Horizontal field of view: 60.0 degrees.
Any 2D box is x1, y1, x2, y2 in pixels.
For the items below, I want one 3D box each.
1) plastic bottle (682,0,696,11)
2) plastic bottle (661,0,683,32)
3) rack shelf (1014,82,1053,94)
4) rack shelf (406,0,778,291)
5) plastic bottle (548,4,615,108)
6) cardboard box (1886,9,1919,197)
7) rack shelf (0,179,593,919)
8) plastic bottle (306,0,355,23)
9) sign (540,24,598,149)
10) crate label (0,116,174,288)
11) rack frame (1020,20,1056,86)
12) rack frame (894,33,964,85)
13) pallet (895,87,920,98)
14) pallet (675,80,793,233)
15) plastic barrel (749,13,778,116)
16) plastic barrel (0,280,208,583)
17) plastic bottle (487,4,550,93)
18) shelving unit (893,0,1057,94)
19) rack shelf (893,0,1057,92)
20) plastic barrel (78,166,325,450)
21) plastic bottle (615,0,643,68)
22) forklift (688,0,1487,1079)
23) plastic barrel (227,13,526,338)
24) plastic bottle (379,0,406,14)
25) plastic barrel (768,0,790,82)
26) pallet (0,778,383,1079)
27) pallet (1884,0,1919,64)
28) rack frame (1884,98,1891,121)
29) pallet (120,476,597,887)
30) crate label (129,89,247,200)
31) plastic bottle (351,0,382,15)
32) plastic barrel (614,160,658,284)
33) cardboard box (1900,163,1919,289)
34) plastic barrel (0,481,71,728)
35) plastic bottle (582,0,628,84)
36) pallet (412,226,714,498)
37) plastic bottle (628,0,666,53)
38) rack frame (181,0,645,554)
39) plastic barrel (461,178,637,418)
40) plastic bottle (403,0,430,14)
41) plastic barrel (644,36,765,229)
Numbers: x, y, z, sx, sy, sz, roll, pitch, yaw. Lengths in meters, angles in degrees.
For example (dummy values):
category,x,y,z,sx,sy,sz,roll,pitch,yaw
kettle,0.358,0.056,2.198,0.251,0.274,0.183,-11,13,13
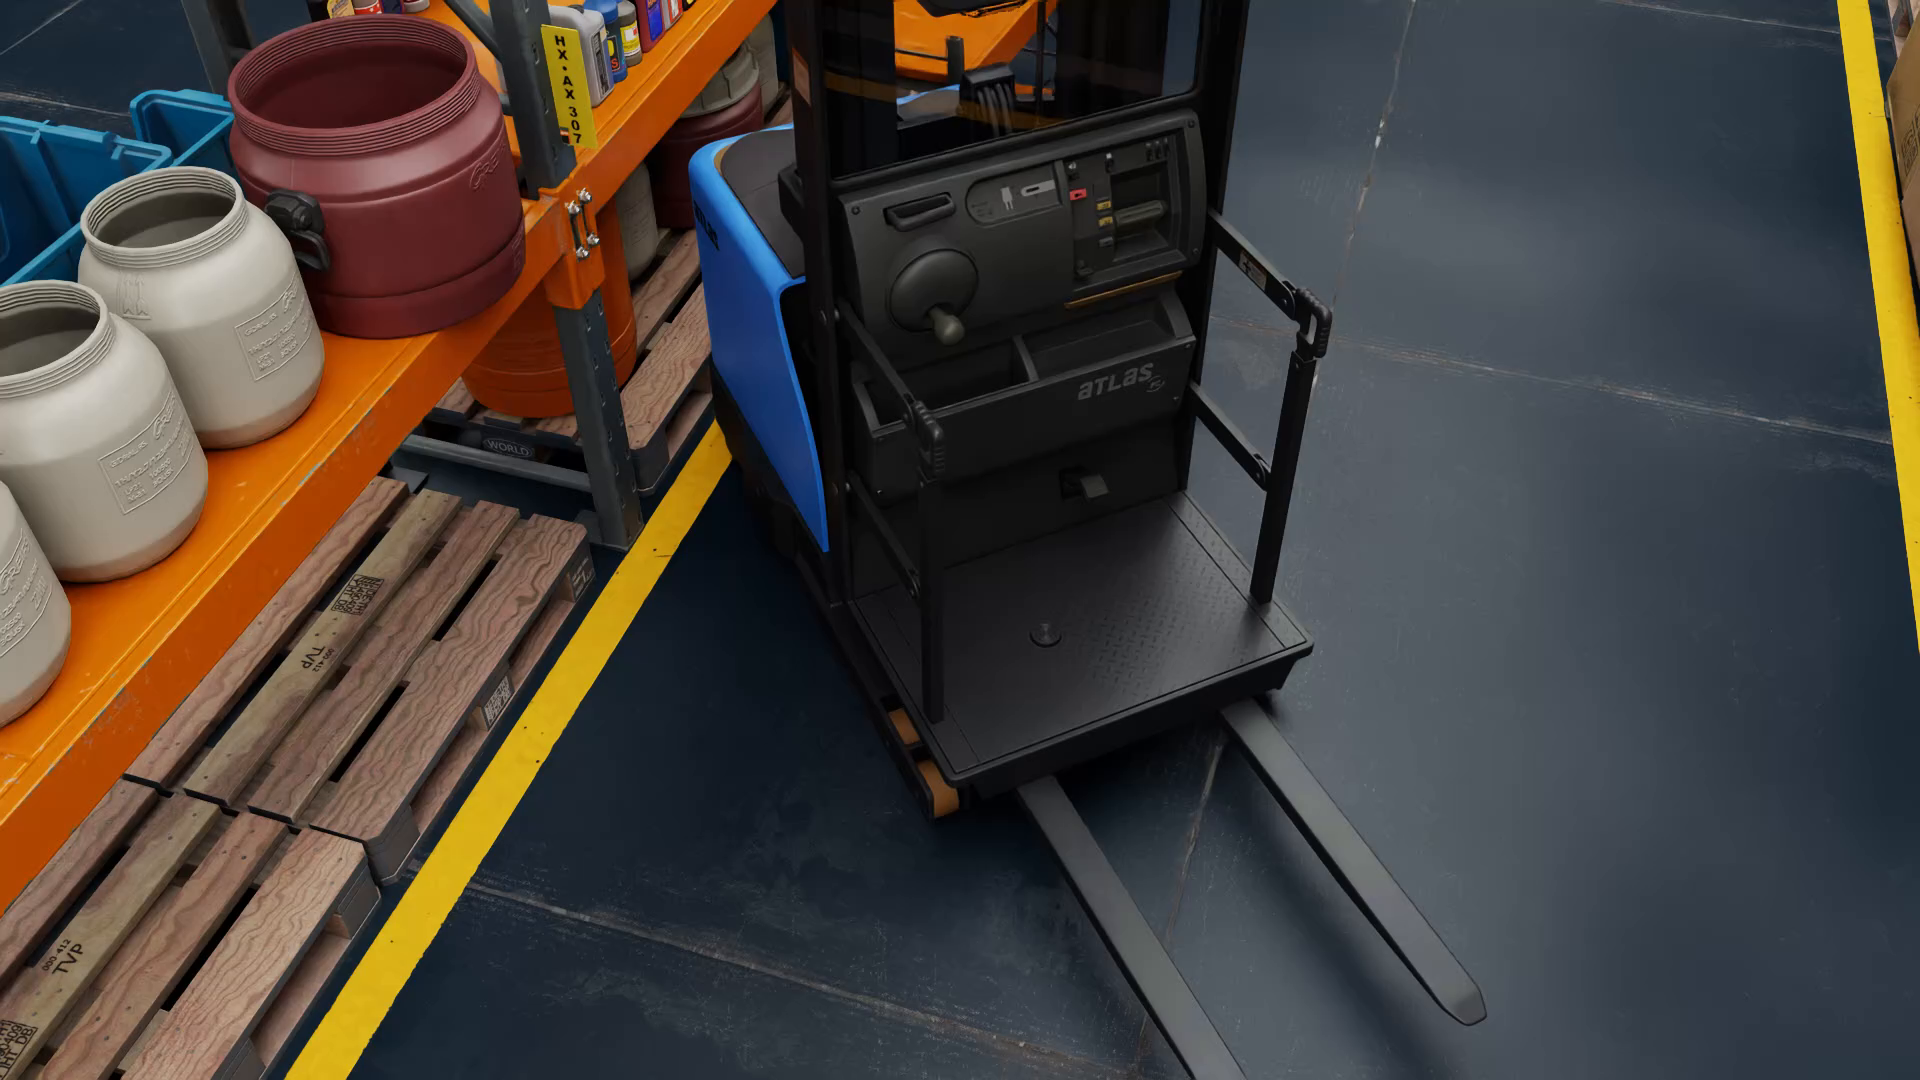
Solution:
category,x,y,z,sx,sy,sz,roll,pitch,yaw
plastic bottle,-0.833,-1.743,4.970,0.061,0.283,0.133,13,46,13
plastic bottle,-0.917,-1.661,4.891,0.152,0.276,0.135,13,46,13
rack shelf,0.012,-1.378,6.184,0.538,0.278,1.000,15,46,19
rack shelf,-0.891,-2.253,5.922,1.077,0.370,4.000,13,46,13
plastic bottle,-1.058,-1.352,4.576,0.152,0.276,0.135,13,46,13
cardboard box,4.260,-1.754,6.117,1.225,0.875,0.875,13,46,13
rack shelf,-2.102,0.413,3.197,1.077,0.370,4.000,13,46,13
plastic bottle,-1.781,-1.495,4.717,0.061,0.283,0.133,13,46,13
sign,-0.970,-1.123,4.137,0.100,0.325,0.005,13,46,13
crate label,-2.055,-0.585,3.677,0.502,0.435,0.616,13,46,13
rack frame,0.207,-1.880,6.349,0.500,1.125,0.032,15,46,19
rack frame,-0.204,-1.230,5.684,0.500,1.125,0.032,15,46,19
pallet,-0.559,-2.341,7.491,1.003,0.211,1.213,13,46,13
pallet,-0.926,-1.525,6.658,1.003,0.211,1.213,13,46,13
plastic barrel,-0.937,-1.916,6.541,0.421,0.512,0.421,0,44,0
plastic barrel,-1.732,-0.205,3.235,0.421,0.512,0.421,0,44,0
plastic bottle,-1.203,-1.385,4.609,0.152,0.276,0.135,13,46,13
shelving unit,0.002,-1.555,6.017,0.538,1.125,1.048,15,46,19
rack shelf,-0.010,-1.768,5.816,0.538,0.278,1.000,15,46,19
plastic barrel,-1.605,-0.486,3.522,0.421,0.512,0.421,0,44,0
plastic bottle,-0.967,-1.462,4.742,0.097,0.201,0.097,0,44,0
forklift,0.265,-0.654,3.822,1.130,2.935,3.031,-18,47,-18
plastic barrel,-1.348,-0.852,3.879,0.600,0.536,0.708,13,46,13
plastic bottle,-1.711,-1.649,4.874,0.061,0.283,0.133,13,46,13
plastic barrel,-0.681,-2.412,6.770,0.600,0.901,0.708,13,46,13
pallet,-2.140,1.138,3.936,1.003,0.211,1.213,13,46,13
pallet,4.740,-2.288,7.437,1.003,0.211,1.213,13,46,13
rack frame,4.435,-2.794,5.961,1.000,3.000,0.127,13,46,13
pallet,-1.768,0.328,4.764,1.003,0.211,1.213,13,46,13
crate label,-1.981,-0.916,4.161,0.303,0.233,0.416,13,46,13
plastic bottle,-1.728,-1.539,4.820,0.097,0.201,0.097,0,44,0
plastic barrel,-1.279,-1.163,5.772,0.421,0.512,0.421,0,44,0
cardboard box,3.991,-1.158,5.508,1.225,0.875,0.875,11,45,11
plastic barrel,-1.856,0.072,2.934,0.433,0.535,0.433,0,44,0
plastic bottle,-0.996,-1.422,4.651,0.097,0.271,0.097,0,44,0
pallet,-1.298,-0.715,5.829,1.003,0.211,1.213,13,46,13
plastic bottle,-0.915,-1.565,4.788,0.061,0.283,0.133,13,46,13
rack frame,-1.497,-1.177,4.308,1.000,3.000,0.127,13,46,13
plastic barrel,-1.365,-0.881,5.257,0.600,0.830,0.708,13,46,13
plastic bottle,-1.659,-1.693,4.977,0.097,0.201,0.097,0,44,0
plastic barrel,-1.023,-1.548,6.111,0.600,0.588,0.708,13,46,13
